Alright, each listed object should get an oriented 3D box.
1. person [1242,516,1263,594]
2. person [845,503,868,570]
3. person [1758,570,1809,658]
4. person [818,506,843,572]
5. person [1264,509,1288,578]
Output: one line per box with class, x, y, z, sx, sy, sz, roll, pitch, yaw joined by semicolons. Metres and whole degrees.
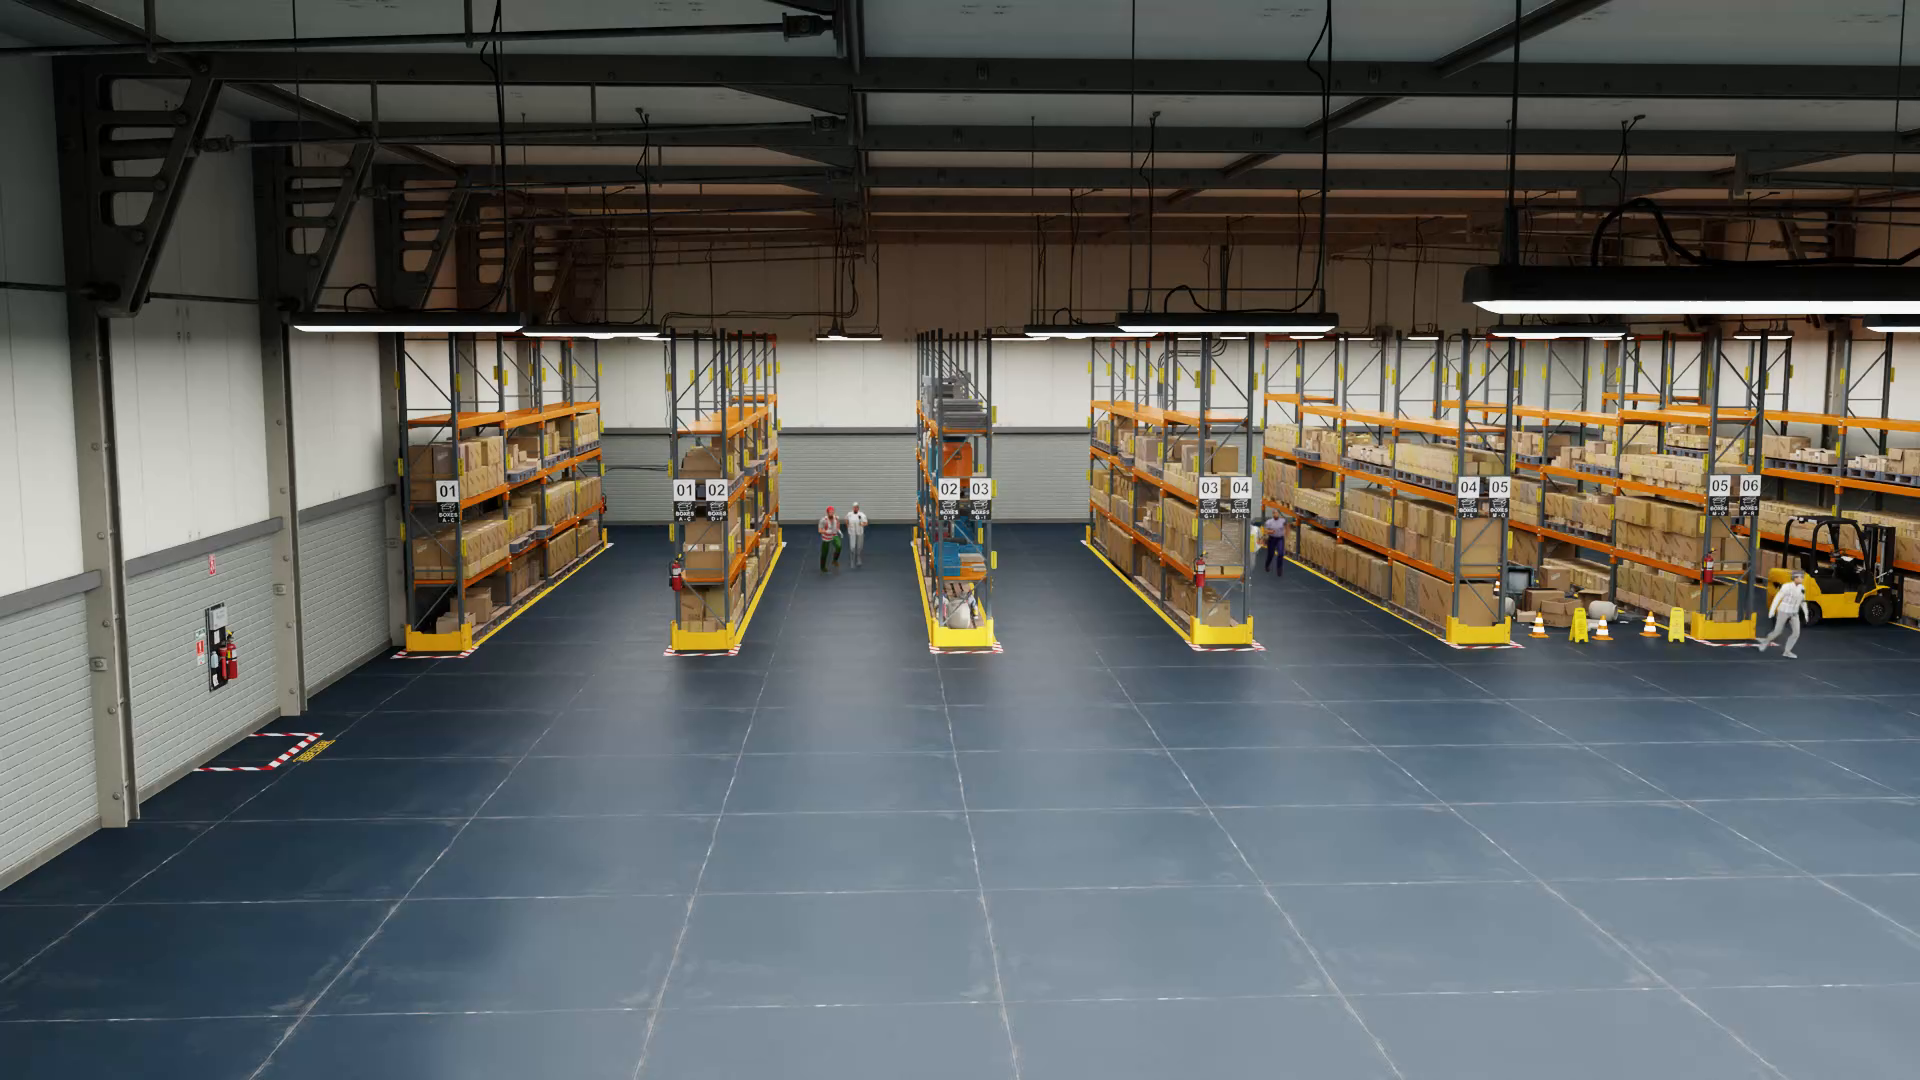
person;6.692;0.302;38.609;0.684;1.796;0.835;-1;7;-7
person;-2.647;-0.115;42.538;0.599;1.707;0.742;0;7;0
person;15.145;1.323;30.558;0.680;1.616;0.680;-2;7;-14
person;-3.208;-0.019;41.134;0.702;1.687;0.994;-3;7;-22
person;7.830;0.067;41.215;0.621;1.679;0.901;0;7;4
